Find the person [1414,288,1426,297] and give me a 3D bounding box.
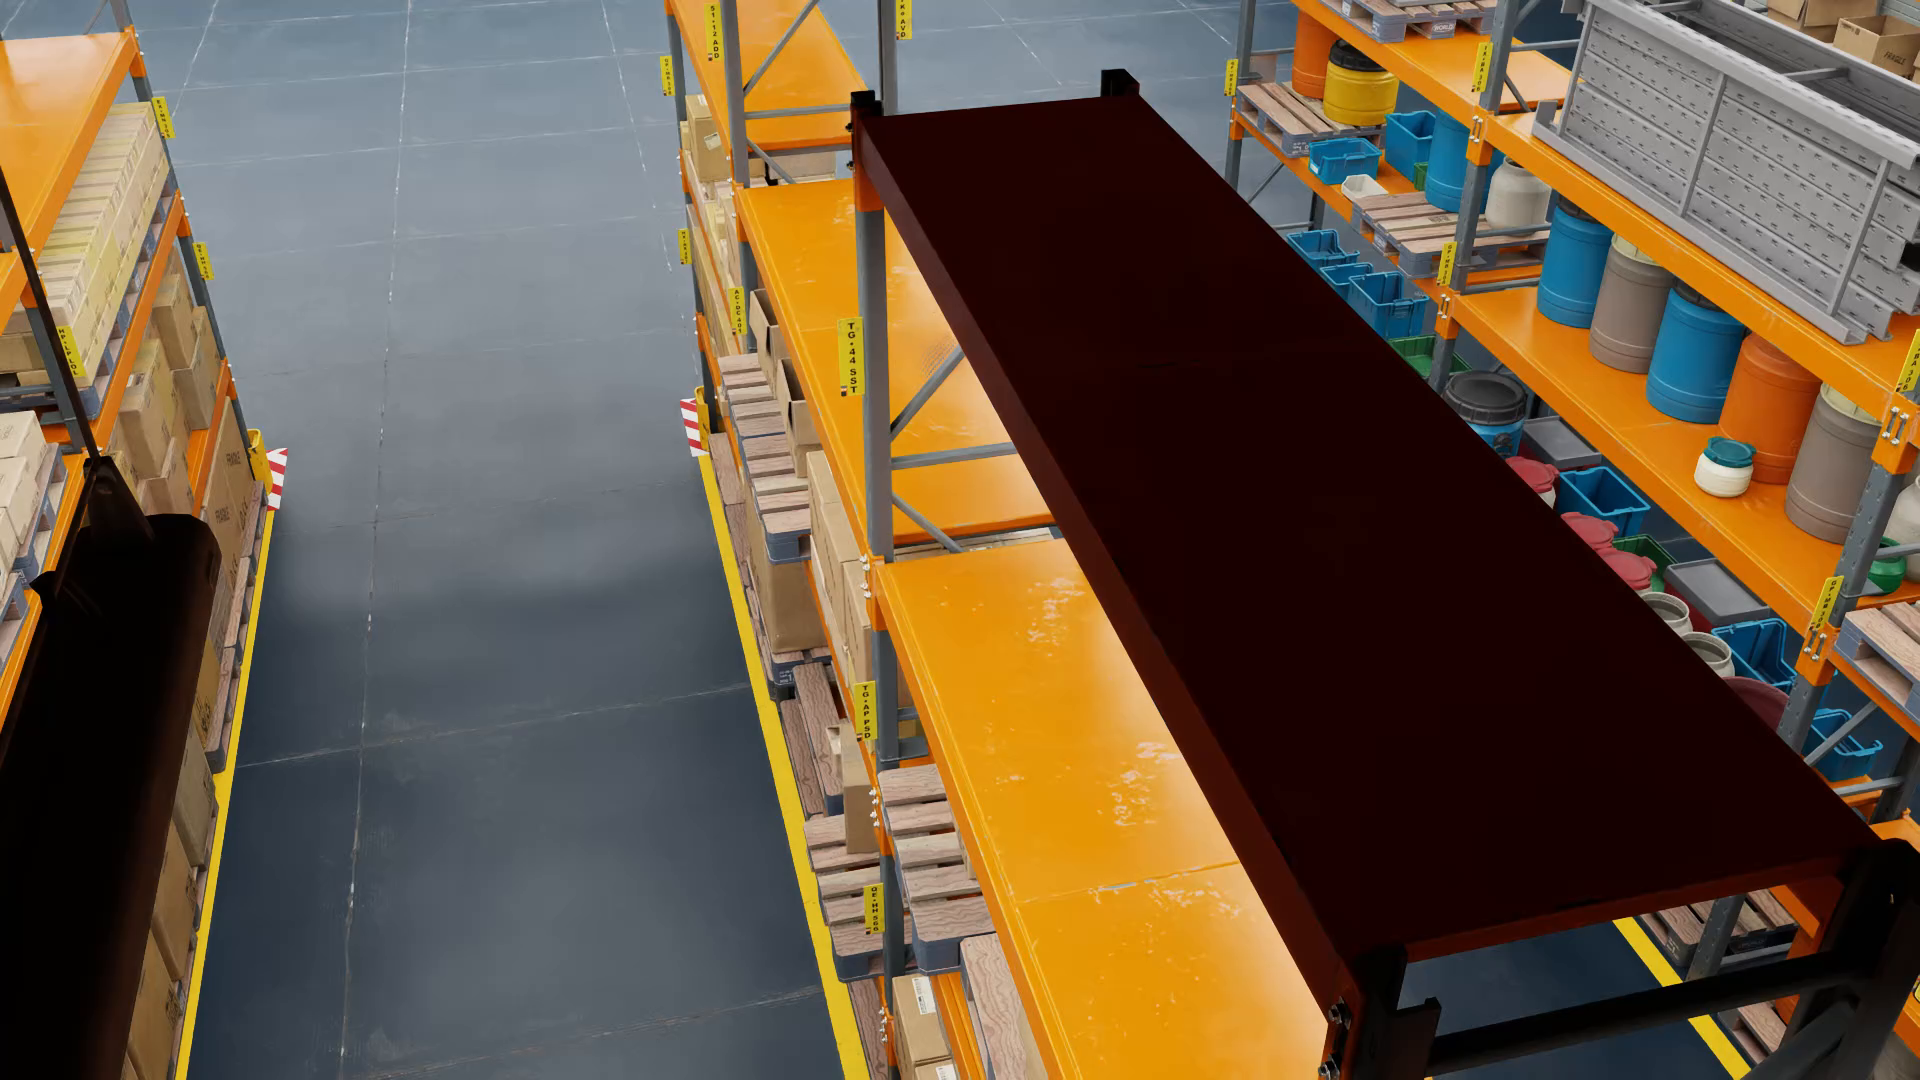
[{"bbox_3d":[5.159,-3.450,17.759,0.834,1.532,0.526,-18,38,-24],"label":"person"}]
